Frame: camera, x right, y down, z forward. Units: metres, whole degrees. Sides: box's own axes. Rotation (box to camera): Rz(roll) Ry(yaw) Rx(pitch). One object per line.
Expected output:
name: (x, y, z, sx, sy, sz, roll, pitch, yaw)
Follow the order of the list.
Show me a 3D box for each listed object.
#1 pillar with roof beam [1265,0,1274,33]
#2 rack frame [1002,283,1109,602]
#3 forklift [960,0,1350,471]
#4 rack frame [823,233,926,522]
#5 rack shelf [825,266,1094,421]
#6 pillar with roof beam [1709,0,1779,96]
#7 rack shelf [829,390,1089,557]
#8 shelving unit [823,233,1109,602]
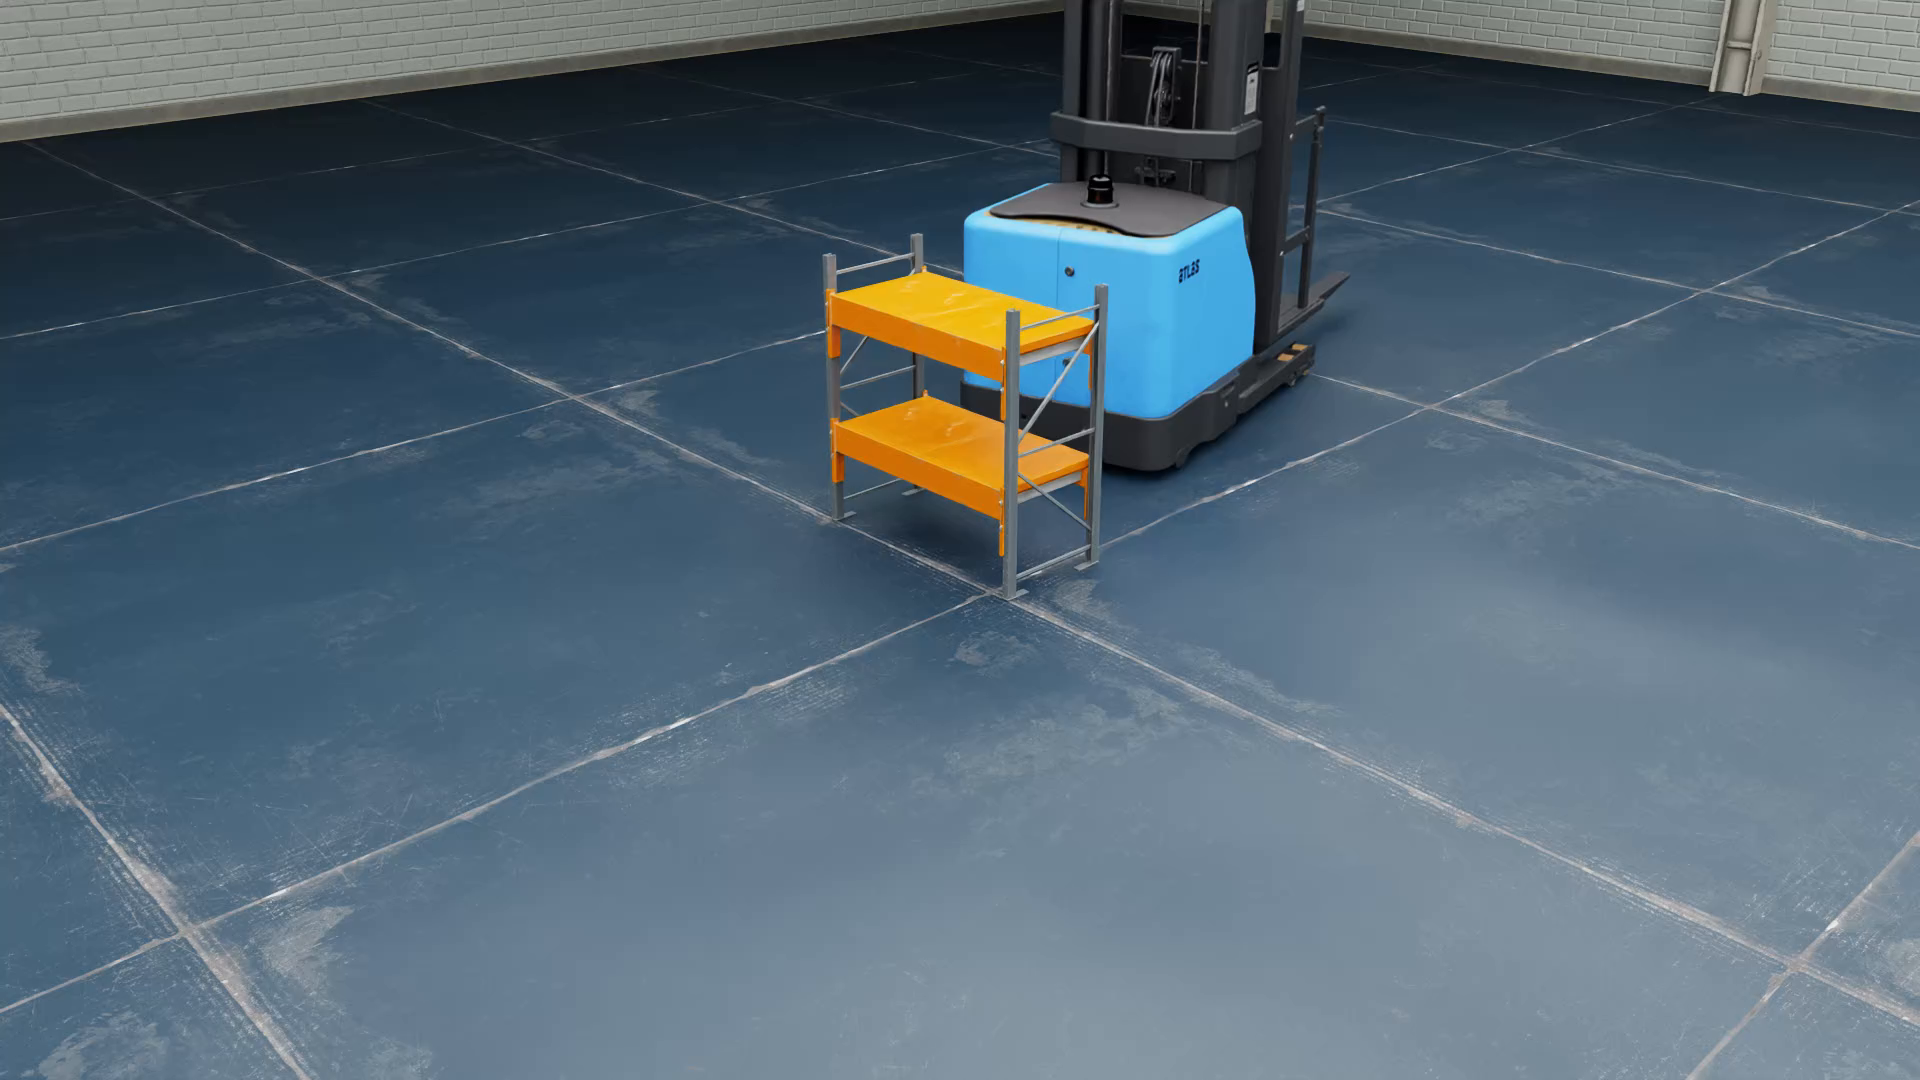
pillar with roof beam: (0.447, -9.140, 15.944, 9.100, 9.000, 0.400, -21, 32, -38)
rack frame: (0.352, -0.356, 6.174, 0.500, 1.125, 0.032, -21, 32, -38)
forklift: (1.187, -2.202, 8.045, 1.130, 2.935, 3.031, 14, 28, 28)
rack frame: (-0.343, -0.664, 6.850, 0.500, 1.125, 0.032, -21, 32, -38)
rack shelf: (0.005, -0.776, 6.391, 0.538, 0.278, 1.000, -21, 32, -38)
pillar with roof beam: (4.548, -7.323, 11.959, 9.100, 9.000, 0.400, -21, 32, -38)
rack shelf: (0.005, -0.287, 6.614, 0.538, 0.278, 1.000, -21, 32, -38)
shelving unit: (0.005, -0.510, 6.512, 0.538, 1.125, 1.048, -21, 32, -38)
